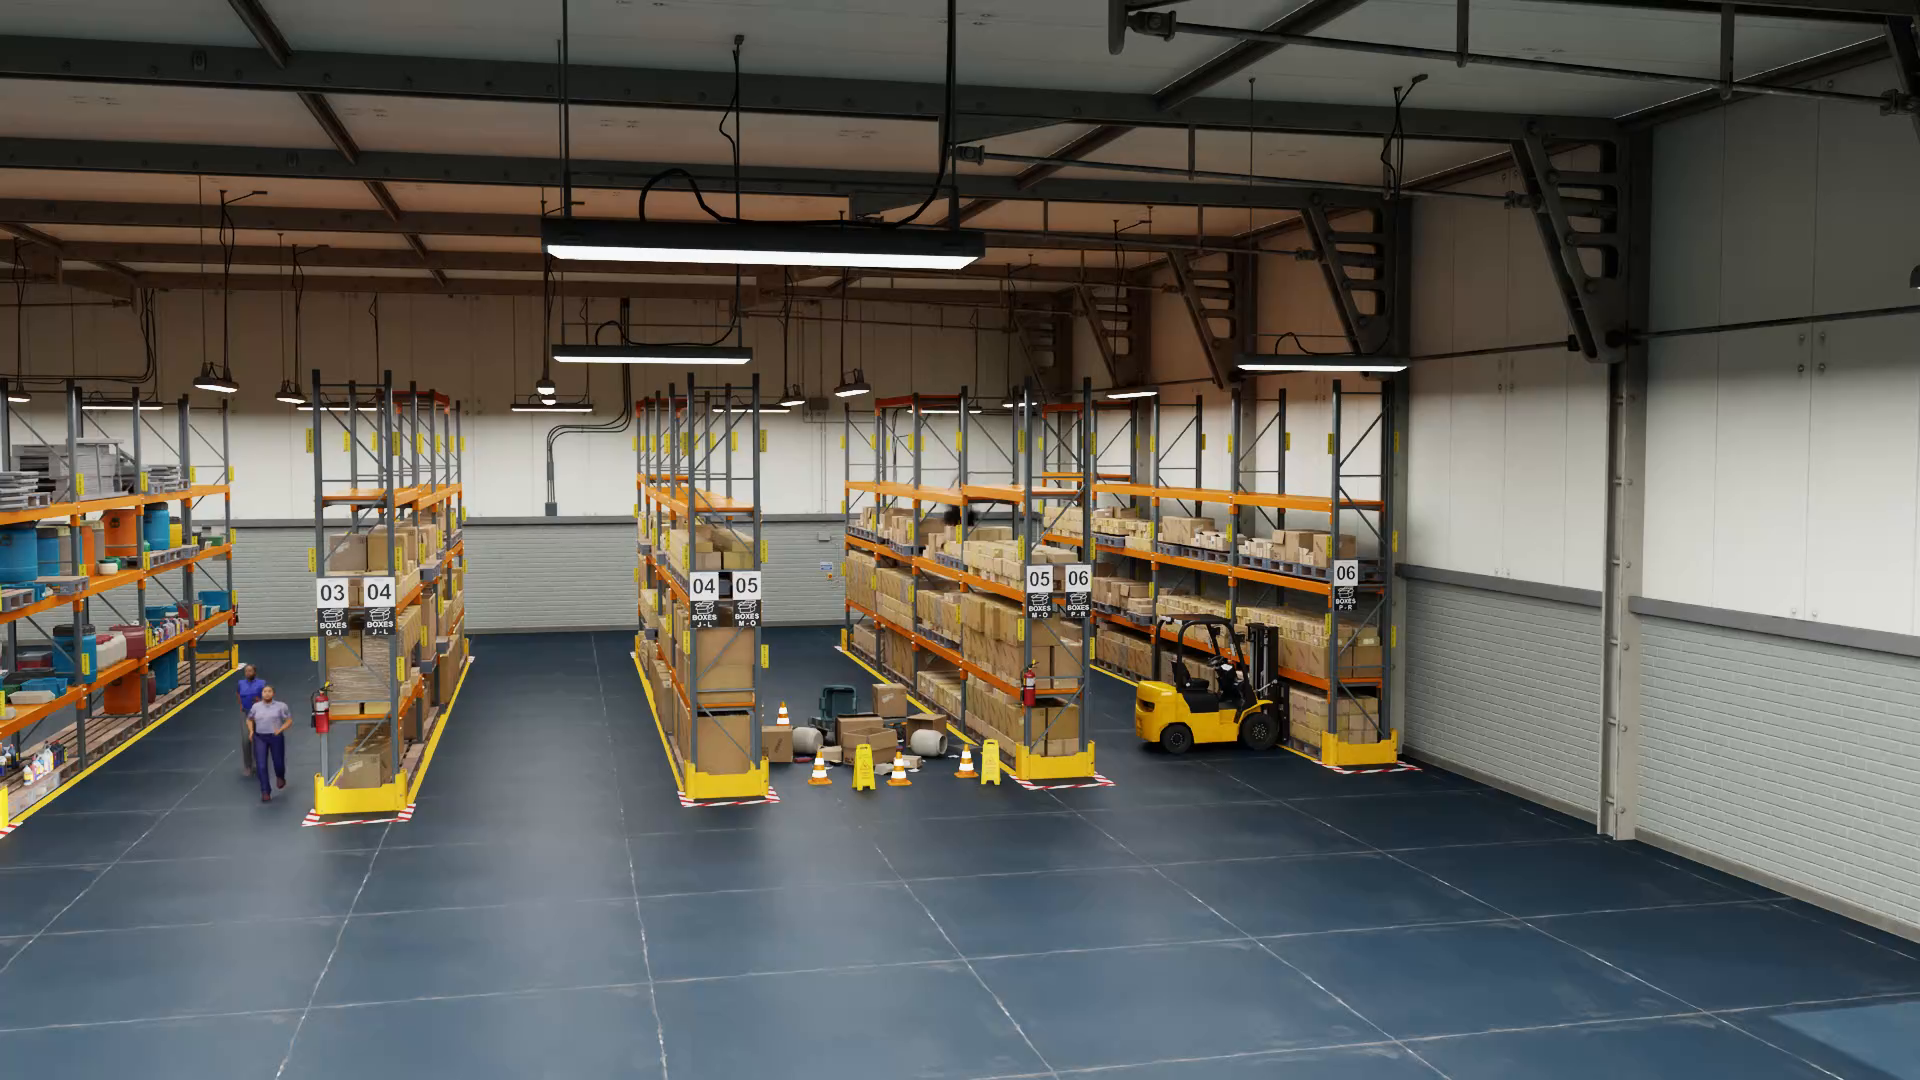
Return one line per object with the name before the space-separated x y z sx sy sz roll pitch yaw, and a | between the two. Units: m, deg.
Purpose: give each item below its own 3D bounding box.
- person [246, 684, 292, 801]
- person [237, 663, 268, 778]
person | -9.775 2.847 23.517 0.615 1.592 0.727 -1 3 -16
person | -10.730 2.732 25.303 0.553 1.696 0.771 -1 3 -15
